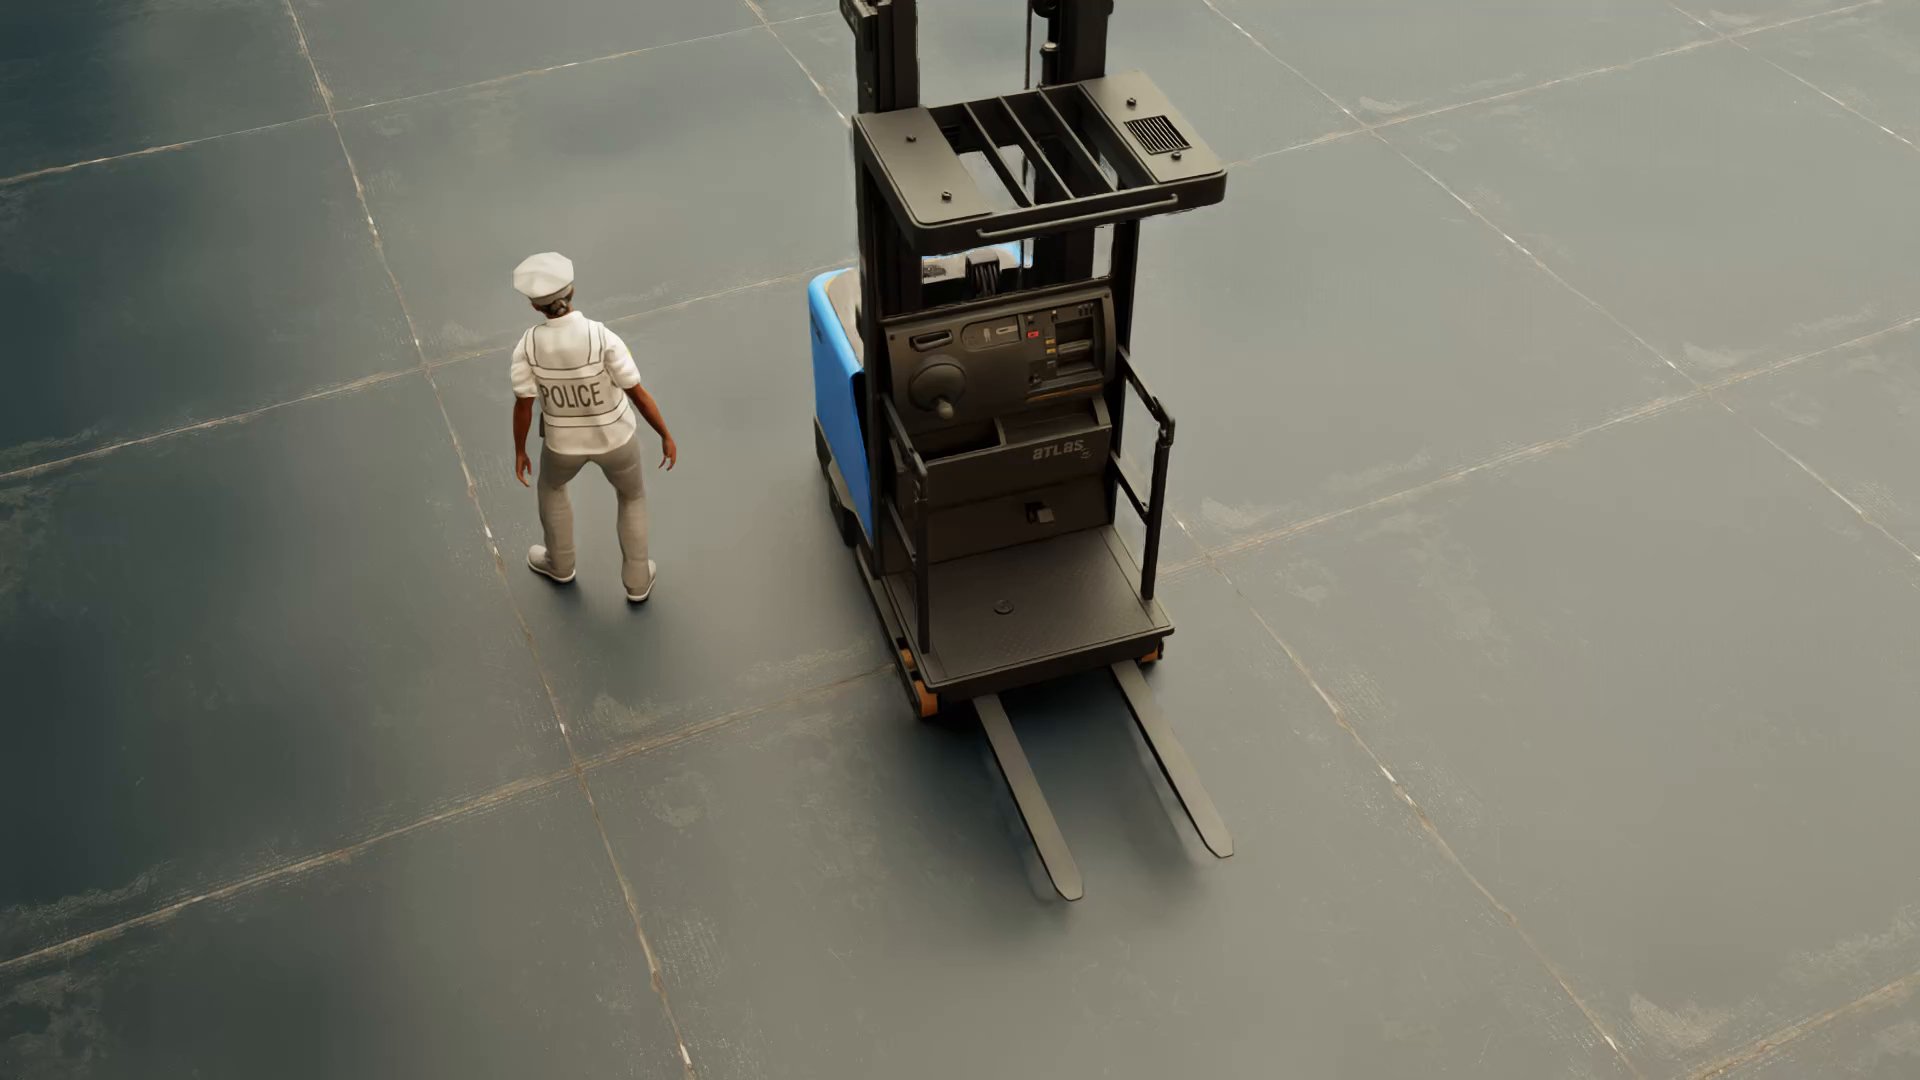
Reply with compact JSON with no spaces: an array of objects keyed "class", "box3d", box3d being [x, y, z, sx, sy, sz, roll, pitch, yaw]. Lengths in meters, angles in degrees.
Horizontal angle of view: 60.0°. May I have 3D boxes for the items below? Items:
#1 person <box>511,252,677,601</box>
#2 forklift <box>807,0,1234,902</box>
[{"class":"person","box3d":[-1.609,-0.434,7.128,0.796,1.634,0.427,-1,43,-1]},{"class":"forklift","box3d":[0.236,-0.638,6.364,1.130,2.935,3.031,-13,45,-13]}]
